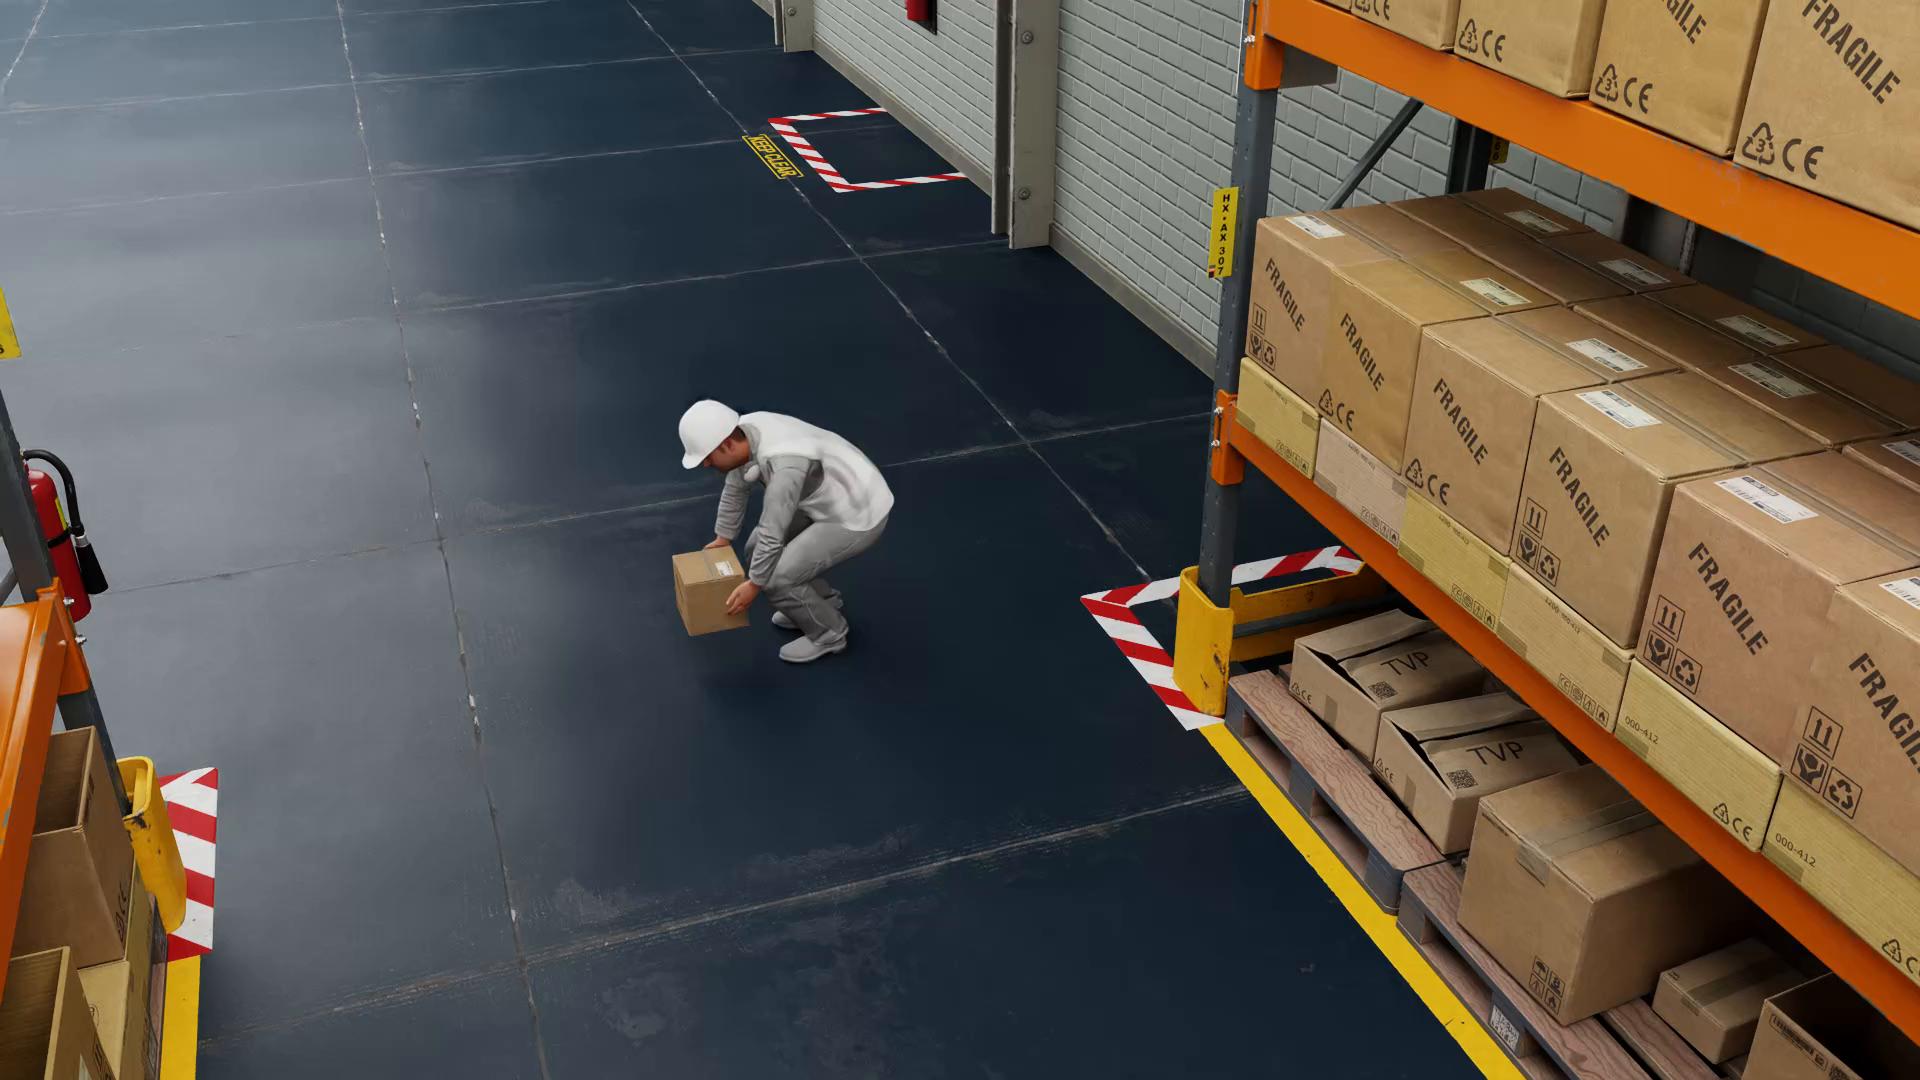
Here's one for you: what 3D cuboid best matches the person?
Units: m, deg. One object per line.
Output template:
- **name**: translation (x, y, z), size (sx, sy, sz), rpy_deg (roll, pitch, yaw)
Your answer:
- **person**: translation (-0.692, -0.071, 6.813), size (0.849, 1.196, 0.569), rpy_deg (-10, 31, -18)
